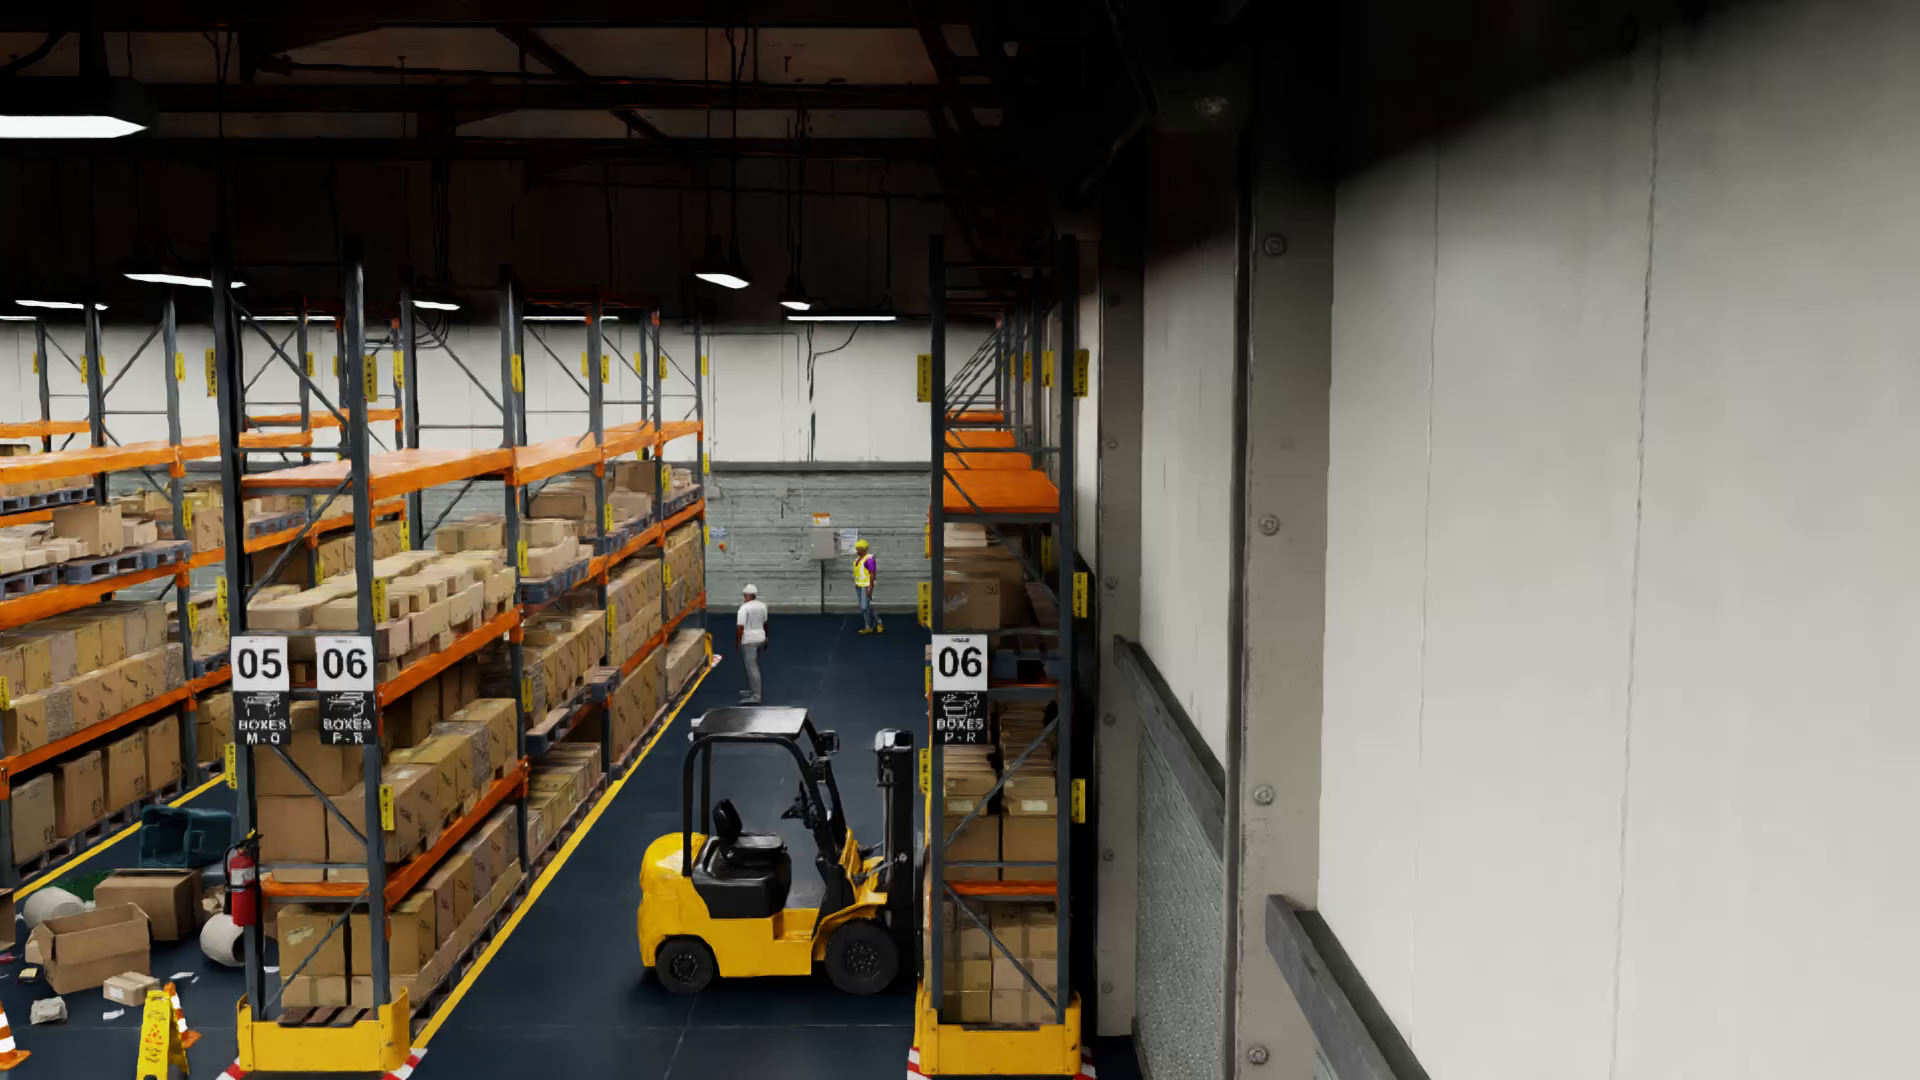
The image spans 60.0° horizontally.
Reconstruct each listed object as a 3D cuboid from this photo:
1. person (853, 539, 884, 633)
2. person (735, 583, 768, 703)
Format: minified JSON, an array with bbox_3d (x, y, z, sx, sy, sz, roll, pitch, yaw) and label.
[{"bbox_3d":[-1.712,0.859,30.984,0.459,1.760,0.706,-4,8,-34],"label":"person"},{"bbox_3d":[-3.145,1.523,24.928,0.580,1.763,0.673,4,7,31],"label":"person"}]
